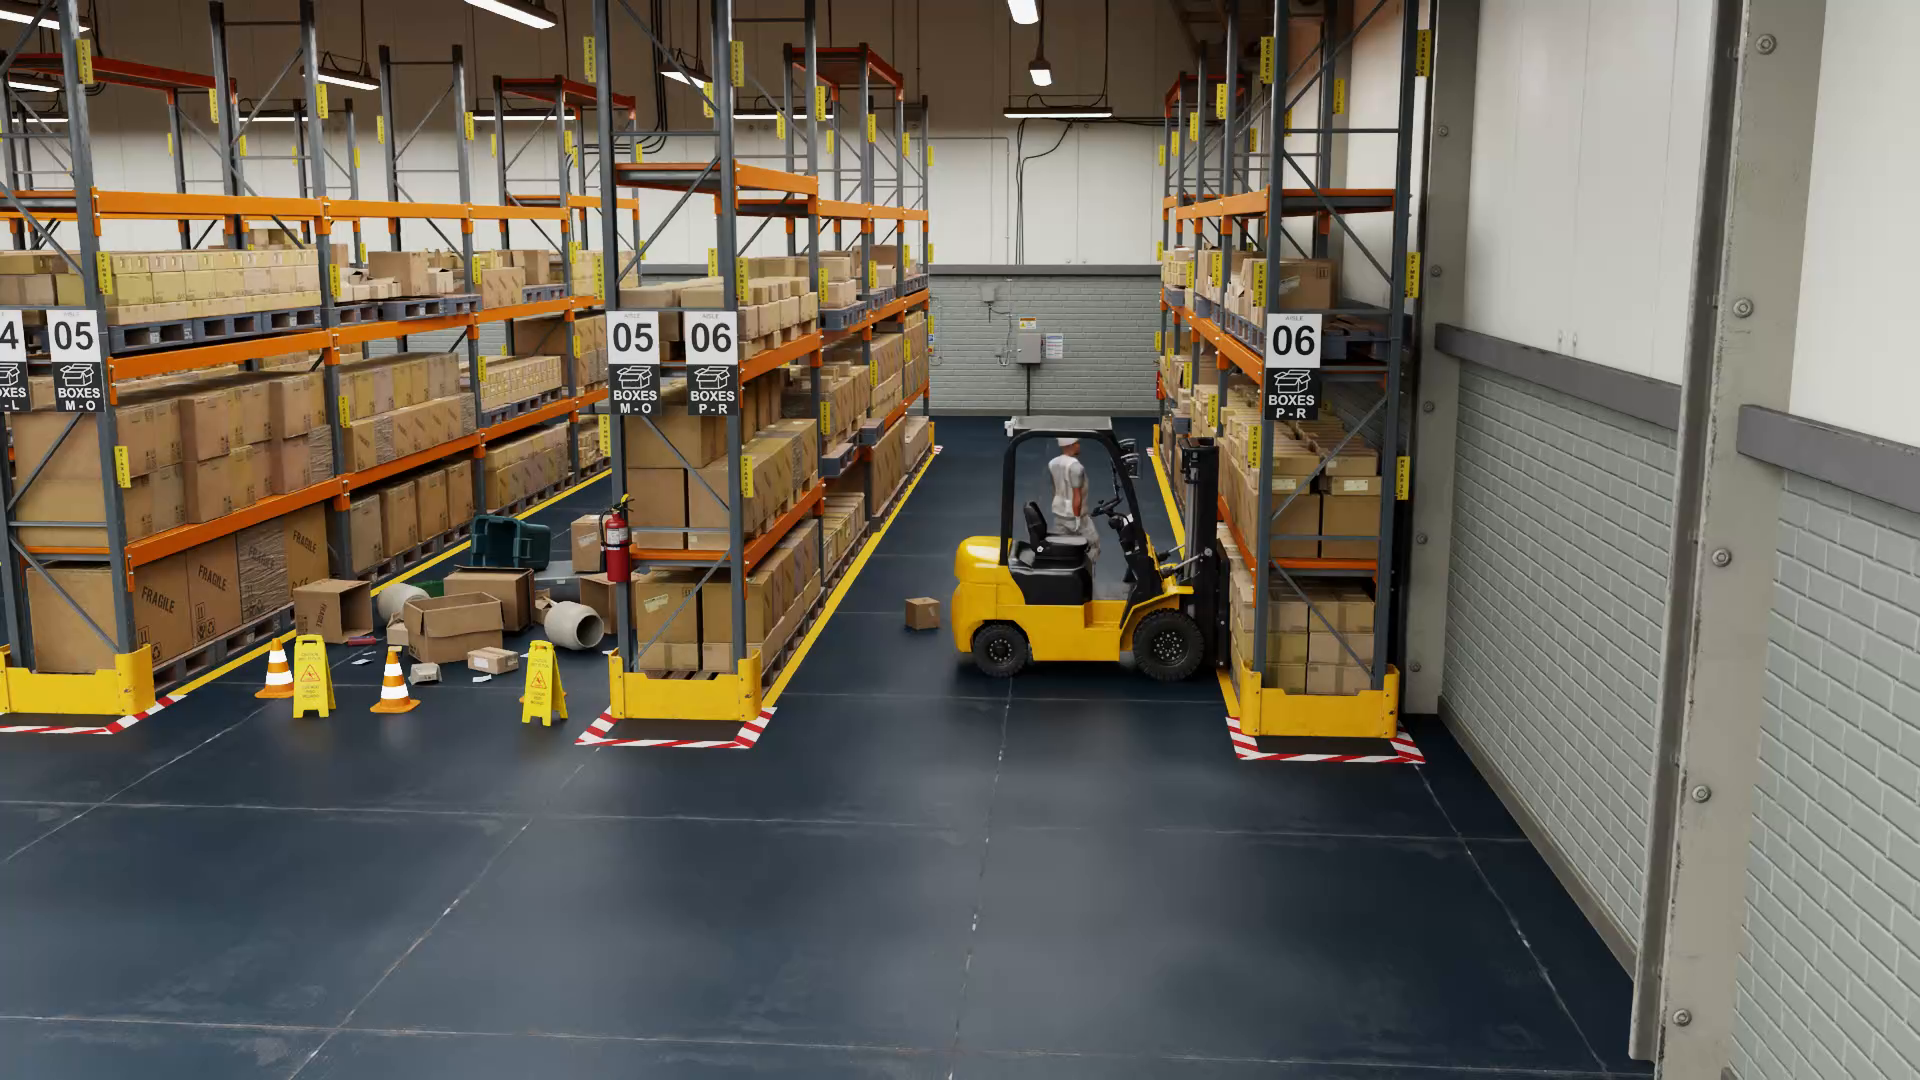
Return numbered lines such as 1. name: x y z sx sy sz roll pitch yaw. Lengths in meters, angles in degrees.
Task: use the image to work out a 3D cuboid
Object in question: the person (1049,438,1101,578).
1. person: 1.161 -0.224 17.054 0.469 1.842 0.542 -8 13 -35
